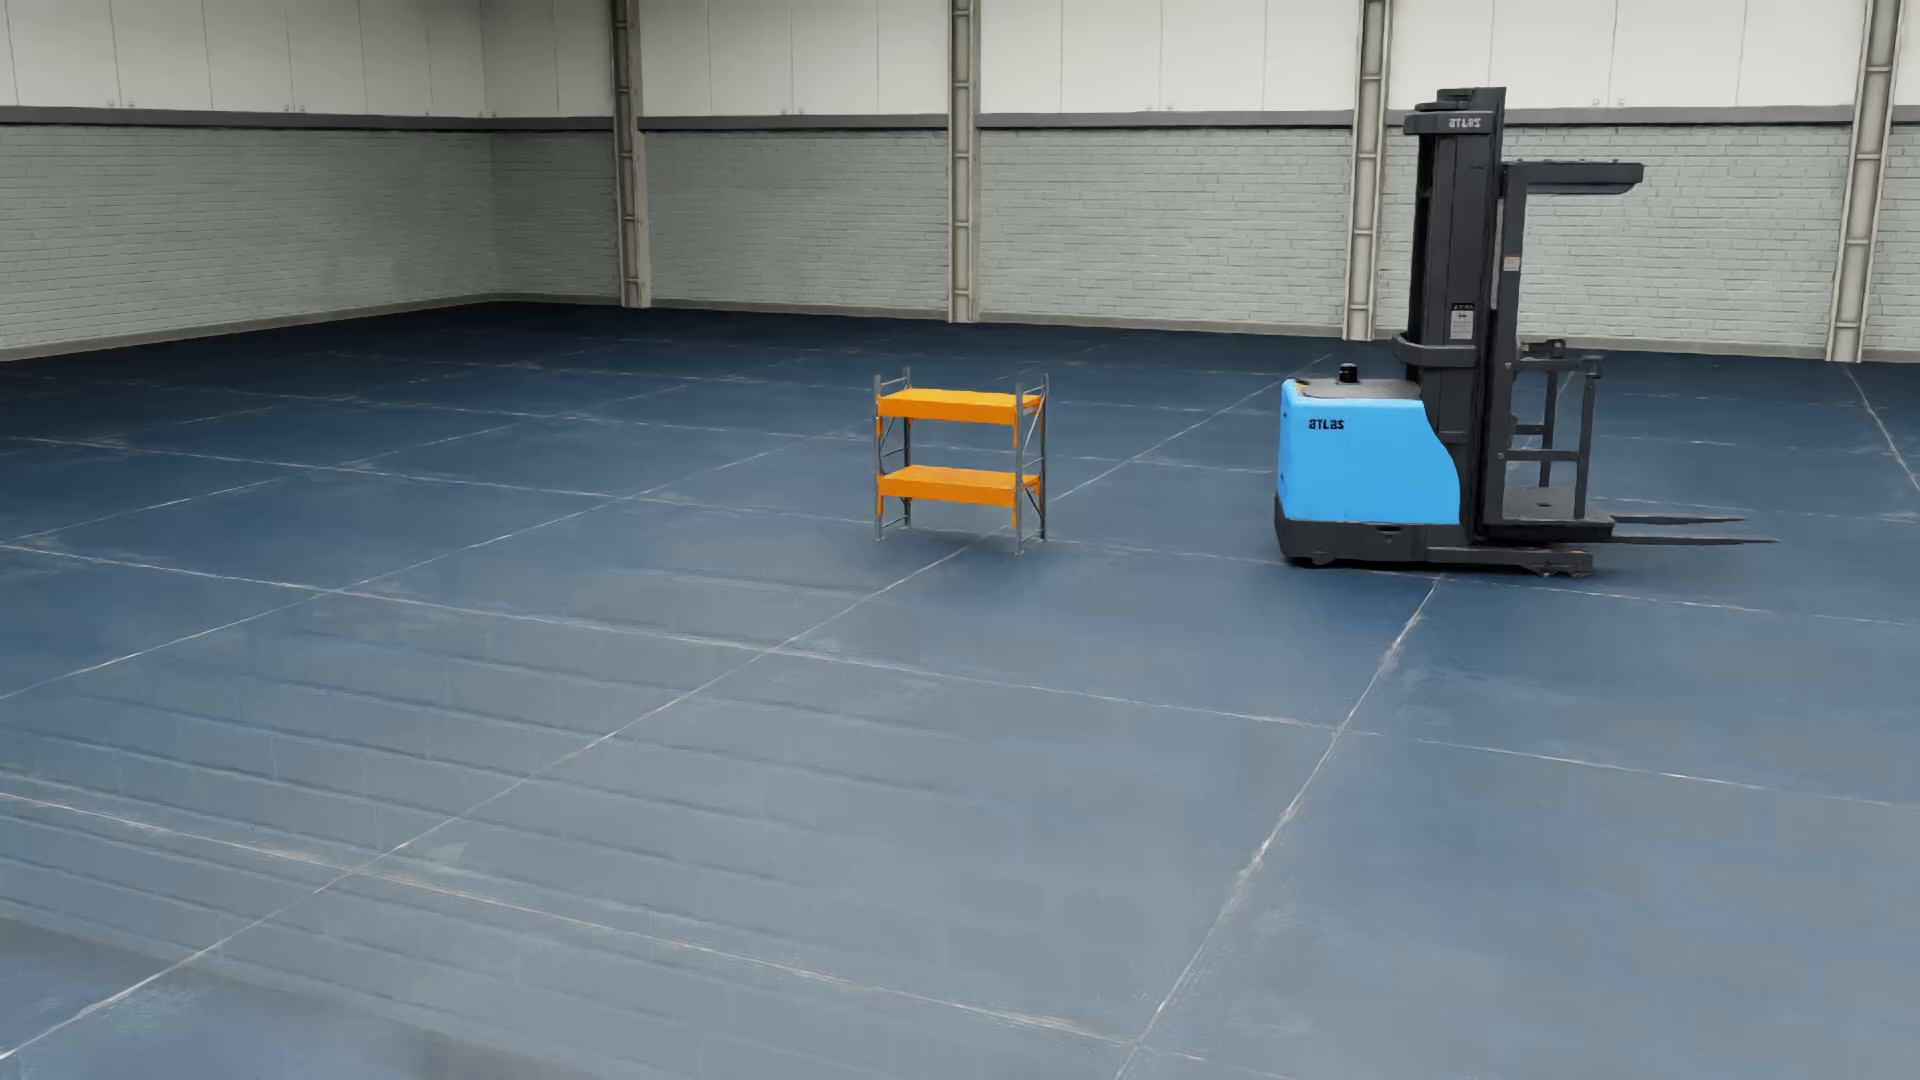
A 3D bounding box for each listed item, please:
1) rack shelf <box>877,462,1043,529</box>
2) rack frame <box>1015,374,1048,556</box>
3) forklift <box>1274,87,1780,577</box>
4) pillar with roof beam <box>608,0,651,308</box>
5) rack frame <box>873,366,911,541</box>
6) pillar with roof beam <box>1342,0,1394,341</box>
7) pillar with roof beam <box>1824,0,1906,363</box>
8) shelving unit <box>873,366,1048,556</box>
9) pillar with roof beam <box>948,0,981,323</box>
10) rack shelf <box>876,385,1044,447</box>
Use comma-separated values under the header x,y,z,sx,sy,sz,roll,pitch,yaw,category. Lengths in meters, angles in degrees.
x,y,z,sx,sy,sz,roll,pitch,yaw,category
0.006,-0.309,11.180,1.000,0.278,0.538,6,14,23,rack shelf
0.471,-0.500,10.923,0.032,1.125,0.500,6,14,23,rack frame
3.603,-1.325,10.486,3.031,2.935,1.130,2,13,7,forklift
-7.165,-7.386,23.035,0.400,9.000,9.100,6,14,23,pillar with roof beam
-0.459,-0.594,11.324,0.032,1.125,0.500,6,14,23,rack frame
3.806,-6.276,18.303,0.400,9.000,9.100,6,14,23,pillar with roof beam
9.292,-5.721,15.937,0.400,9.000,9.100,6,14,23,pillar with roof beam
0.006,-0.547,11.124,1.048,1.125,0.538,6,14,23,shelving unit
-1.680,-6.831,20.669,0.400,9.000,9.100,6,14,23,pillar with roof beam
0.006,-0.832,11.057,1.000,0.278,0.538,6,14,23,rack shelf
